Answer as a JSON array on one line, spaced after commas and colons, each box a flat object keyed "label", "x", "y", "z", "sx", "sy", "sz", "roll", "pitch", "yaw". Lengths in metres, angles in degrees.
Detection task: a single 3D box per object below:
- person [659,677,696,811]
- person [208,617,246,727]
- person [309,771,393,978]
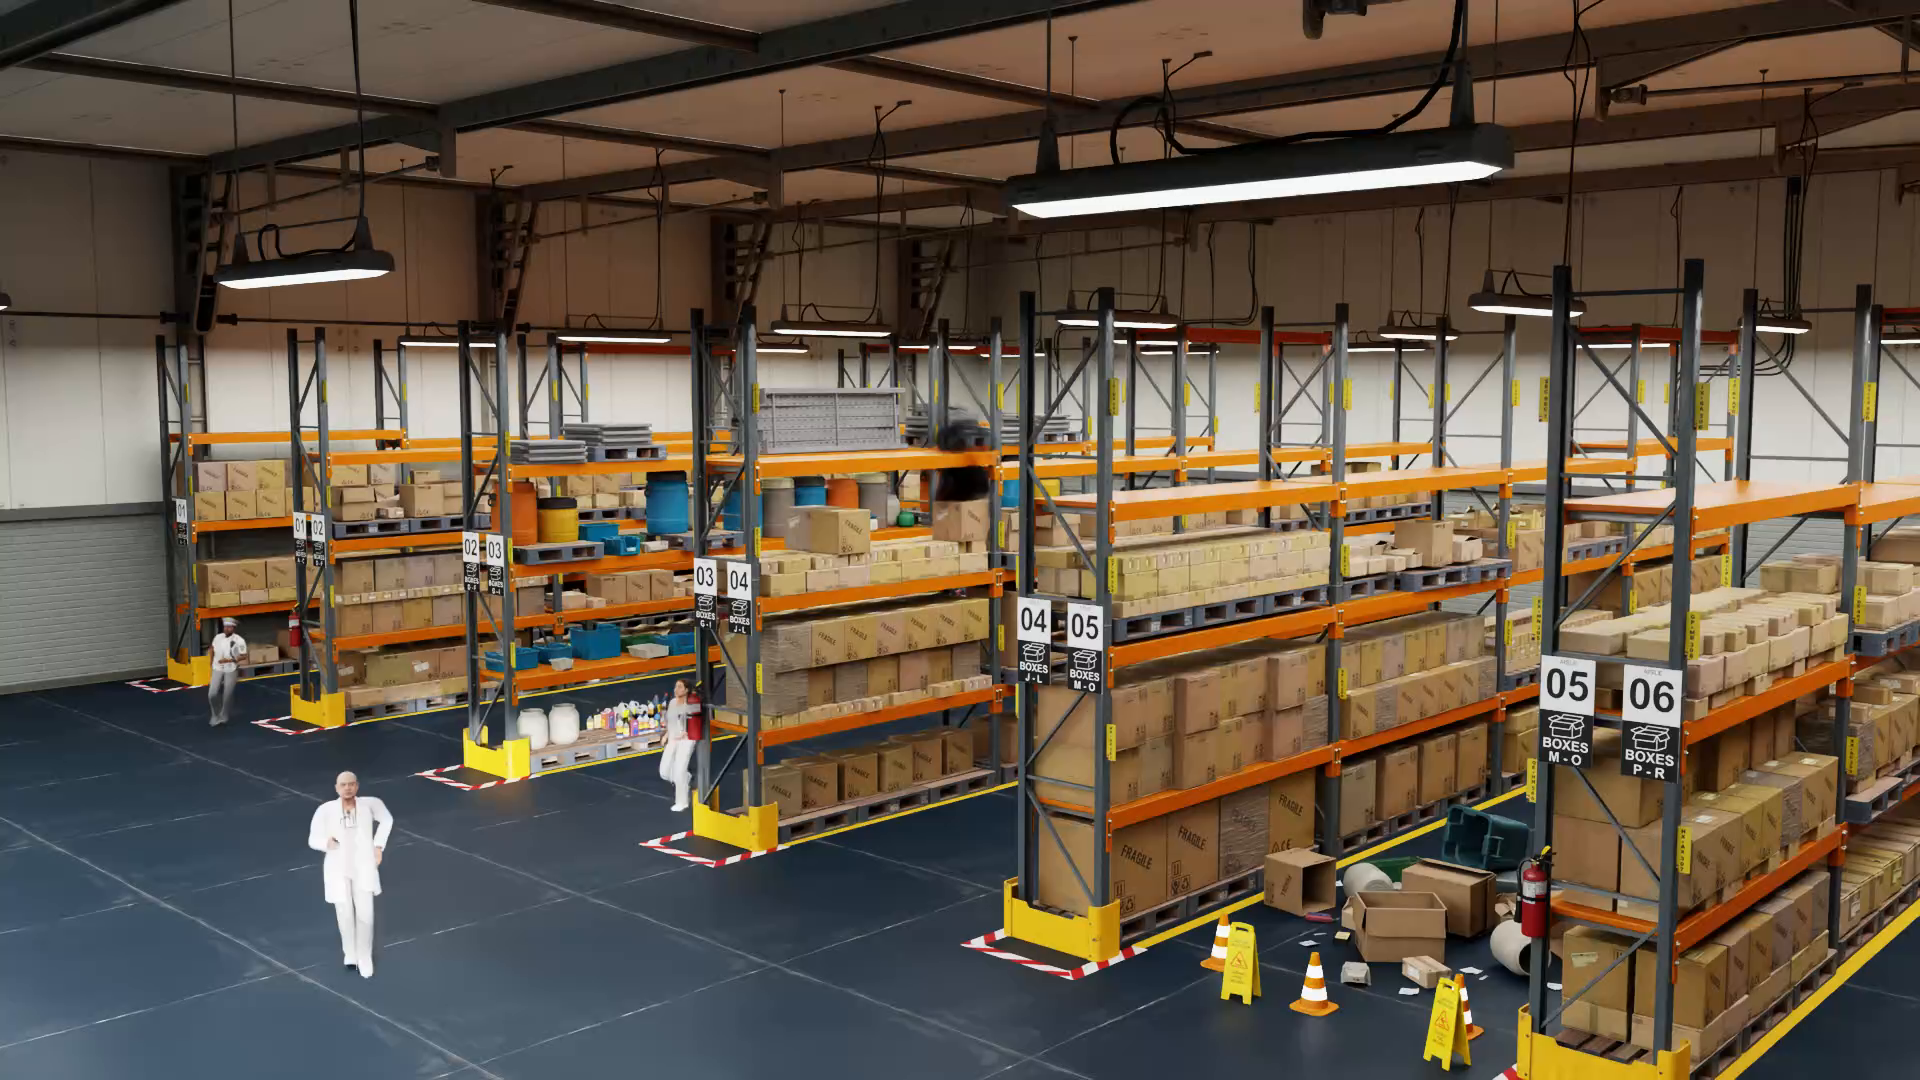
[{"label": "person", "x": -3.377, "y": 2.469, "z": 20.153, "sx": 0.550, "sy": 1.621, "sz": 0.557, "roll": 3, "pitch": 6, "yaw": 28}, {"label": "person", "x": -11.057, "y": 1.990, "z": 25.109, "sx": 0.587, "sy": 1.696, "sz": 0.604, "roll": -1, "pitch": 5, "yaw": -8}, {"label": "person", "x": -5.315, "y": 2.928, "z": 14.536, "sx": 0.688, "sy": 1.814, "sz": 0.755, "roll": -2, "pitch": 6, "yaw": -17}]
